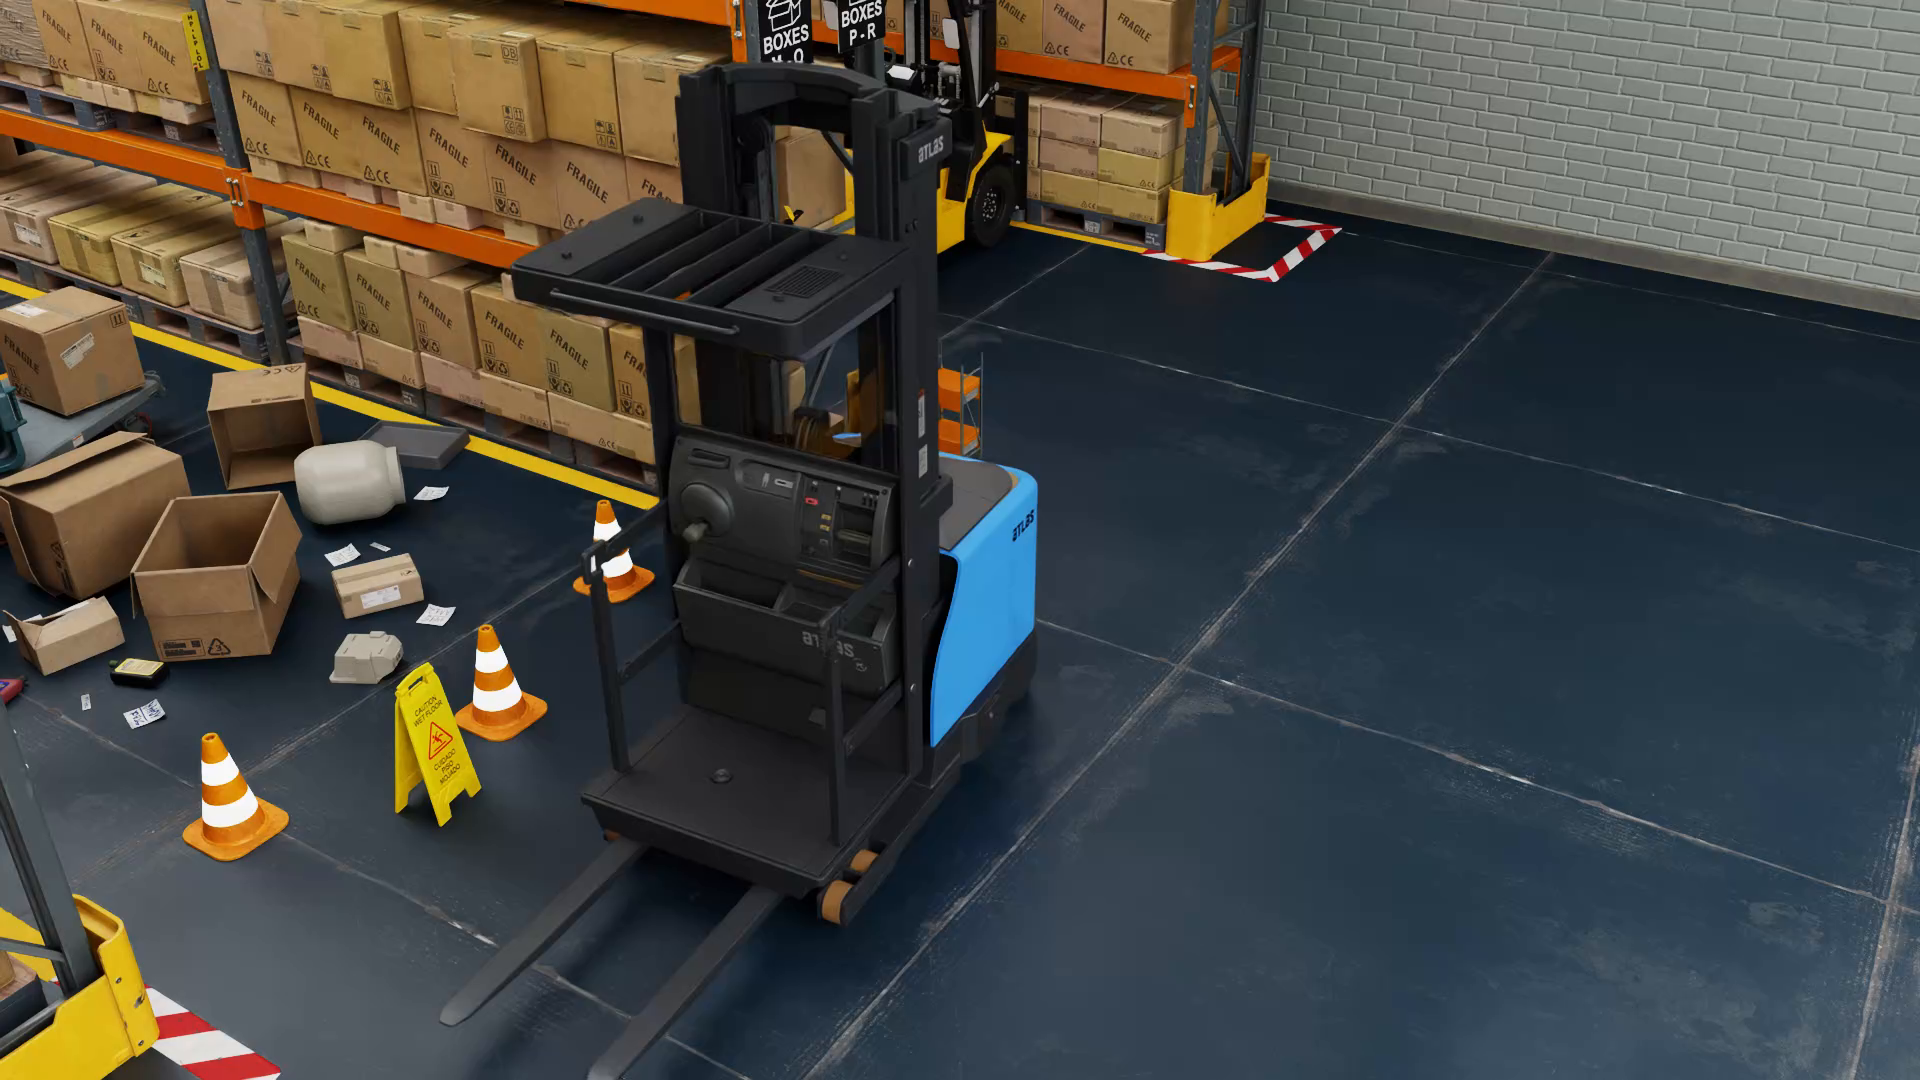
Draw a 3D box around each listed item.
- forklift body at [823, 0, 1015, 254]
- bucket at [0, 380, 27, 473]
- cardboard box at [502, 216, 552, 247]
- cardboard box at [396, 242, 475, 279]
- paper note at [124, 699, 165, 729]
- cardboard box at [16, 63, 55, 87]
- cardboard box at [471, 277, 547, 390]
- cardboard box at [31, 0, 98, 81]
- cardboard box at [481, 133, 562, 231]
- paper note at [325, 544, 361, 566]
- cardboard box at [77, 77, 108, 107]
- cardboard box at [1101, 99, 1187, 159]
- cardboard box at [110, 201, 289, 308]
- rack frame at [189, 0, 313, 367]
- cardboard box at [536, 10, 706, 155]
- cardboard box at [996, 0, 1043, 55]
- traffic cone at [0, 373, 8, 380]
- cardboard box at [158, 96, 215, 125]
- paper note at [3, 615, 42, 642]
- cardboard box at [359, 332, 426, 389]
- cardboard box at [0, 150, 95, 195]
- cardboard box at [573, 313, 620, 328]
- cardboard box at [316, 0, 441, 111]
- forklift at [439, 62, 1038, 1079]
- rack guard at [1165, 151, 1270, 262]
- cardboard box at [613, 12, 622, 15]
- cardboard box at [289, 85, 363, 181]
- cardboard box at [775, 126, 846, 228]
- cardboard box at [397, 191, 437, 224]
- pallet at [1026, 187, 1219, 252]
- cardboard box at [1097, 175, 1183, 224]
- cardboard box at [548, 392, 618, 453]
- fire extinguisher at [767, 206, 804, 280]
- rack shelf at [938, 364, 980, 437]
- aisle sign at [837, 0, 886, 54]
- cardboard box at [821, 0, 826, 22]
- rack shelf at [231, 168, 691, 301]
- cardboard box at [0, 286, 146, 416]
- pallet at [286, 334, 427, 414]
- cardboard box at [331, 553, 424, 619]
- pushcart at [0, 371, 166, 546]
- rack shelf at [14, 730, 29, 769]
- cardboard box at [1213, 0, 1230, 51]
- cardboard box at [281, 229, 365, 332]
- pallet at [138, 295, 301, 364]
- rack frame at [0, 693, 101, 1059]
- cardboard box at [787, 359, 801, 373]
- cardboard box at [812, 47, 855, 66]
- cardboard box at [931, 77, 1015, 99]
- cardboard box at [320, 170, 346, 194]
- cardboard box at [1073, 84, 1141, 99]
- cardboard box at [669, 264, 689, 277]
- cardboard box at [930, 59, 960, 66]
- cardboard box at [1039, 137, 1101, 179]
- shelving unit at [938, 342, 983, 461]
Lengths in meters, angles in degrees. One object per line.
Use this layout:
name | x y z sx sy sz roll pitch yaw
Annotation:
forklift body | -0.633 -2.999 11.756 1.214 2.155 2.313 18 35 27
bucket | -5.286 -0.639 8.608 0.726 0.611 0.620 -21 26 -32
cardboard box | -2.244 -1.730 8.988 0.250 0.149 0.380 17 34 27
cardboard box | -2.985 -1.646 9.519 0.250 0.149 0.380 20 36 30
paper note | -3.629 0.773 7.397 0.144 0.017 0.142 -21 36 -32
cardboard box | -5.949 -3.113 10.941 0.250 0.149 0.380 19 35 29
cardboard box | -2.378 -1.214 9.422 0.500 0.500 0.500 17 34 26
cardboard box | -5.449 -3.240 10.516 0.500 0.500 0.500 19 35 29
cardboard box | -2.143 -1.988 8.786 0.500 0.500 0.500 17 34 27
paper note | -3.191 0.075 8.602 0.148 0.019 0.142 -21 36 -32
cardboard box | -5.332 -2.880 10.542 0.250 0.149 0.380 18 35 28
cardboard box | 1.387 -3.052 12.324 0.500 0.250 0.500 19 35 29
cardboard box | -5.137 -1.965 11.333 0.625 0.372 0.950 20 36 30
rack frame | -4.081 -2.588 10.210 0.127 3.000 1.000 18 35 27
cardboard box | -1.666 -2.303 8.334 0.500 0.500 0.700 18 35 28
cardboard box | 0.518 -3.979 12.495 0.500 0.500 0.500 17 34 26
traffic cone | -5.875 -1.227 10.394 0.334 0.463 0.336 18 35 27
cardboard box | -4.663 -2.681 10.202 0.250 0.149 0.380 18 35 28
paper note | -4.504 0.420 8.007 0.172 0.023 0.155 -21 36 -32
cardboard box | -3.266 -1.170 10.092 0.500 0.250 0.500 20 36 30
cardboard box | -6.995 -2.551 12.336 0.625 0.372 0.950 15 34 24
cardboard box | -1.857 -1.287 8.904 0.250 0.149 0.380 19 35 29
cardboard box | -2.991 -2.689 8.996 0.500 0.500 0.700 17 34 26
forklift | -0.766 -0.073 5.966 1.130 2.935 3.031 14 33 23
rack guard | 1.963 -2.550 12.625 0.348 0.500 1.175 18 35 27
cardboard box | -3.184 -4.410 15.273 0.625 0.625 0.875 16 34 25
cardboard box | -3.419 -2.399 9.490 0.500 0.500 0.500 17 34 27
cardboard box | -0.947 -1.934 8.693 0.500 0.500 0.500 17 34 27
cardboard box | -2.906 -1.912 9.300 0.250 0.149 0.380 18 35 28
pallet | 1.273 -2.619 13.029 1.213 0.211 1.003 18 35 27
cardboard box | 1.377 -2.621 12.578 0.500 0.250 0.500 18 35 28
cardboard box | -1.955 -0.754 9.378 0.500 0.250 0.500 18 35 28
fire extinguisher | -0.841 -1.256 8.003 0.183 0.674 0.296 18 35 27
rack shelf | -0.045 -0.704 8.372 0.240 0.259 0.215 18 35 27
aisle sign | -0.476 -2.755 7.916 0.004 0.787 0.394 18 35 27
cardboard box | -0.758 -4.388 13.196 0.500 0.500 0.500 18 35 28
rack shelf | -2.387 -1.742 9.473 4.000 0.370 1.077 18 35 27
cardboard box | -5.002 -1.068 9.333 0.500 0.500 0.500 18 35 27
pallet | -3.493 -1.219 10.630 1.213 0.211 1.003 18 35 27
cardboard box | -2.876 0.226 8.215 0.380 0.149 0.250 -15 33 -24
pushcart | -5.250 -0.469 9.180 0.936 0.377 1.648 6 31 10
rack shelf | -4.933 0.398 5.805 4.000 0.370 1.077 18 35 27
cardboard box | 1.671 -3.931 12.412 0.500 0.500 0.500 19 35 29
cardboard box | -3.725 -1.633 10.139 0.500 0.500 0.500 19 35 30
pallet | -4.741 -1.592 11.269 1.213 0.211 1.003 18 35 27
rack frame | -3.239 0.623 4.705 0.127 3.000 1.000 18 35 27
cardboard box | -1.249 -1.175 9.354 0.500 0.500 0.500 16 34 26
cardboard box | -1.202 -3.870 13.726 0.500 0.250 0.500 17 34 27
cardboard box | 0.094 -3.456 13.017 0.500 0.250 0.500 17 34 26
cardboard box | -3.502 -2.155 9.716 0.250 0.149 0.380 17 34 27
cardboard box | 1.211 -3.404 12.927 0.500 0.250 0.500 18 35 27
cardboard box | -1.397 -1.438 8.487 0.250 0.149 0.380 17 34 27
cardboard box | -0.067 -3.813 13.630 0.500 0.250 0.500 18 35 28
cardboard box | 0.945 -2.982 12.700 0.500 0.250 0.500 17 34 27
shelving unit | -0.045 -0.468 8.510 0.252 1.050 0.215 18 35 27
